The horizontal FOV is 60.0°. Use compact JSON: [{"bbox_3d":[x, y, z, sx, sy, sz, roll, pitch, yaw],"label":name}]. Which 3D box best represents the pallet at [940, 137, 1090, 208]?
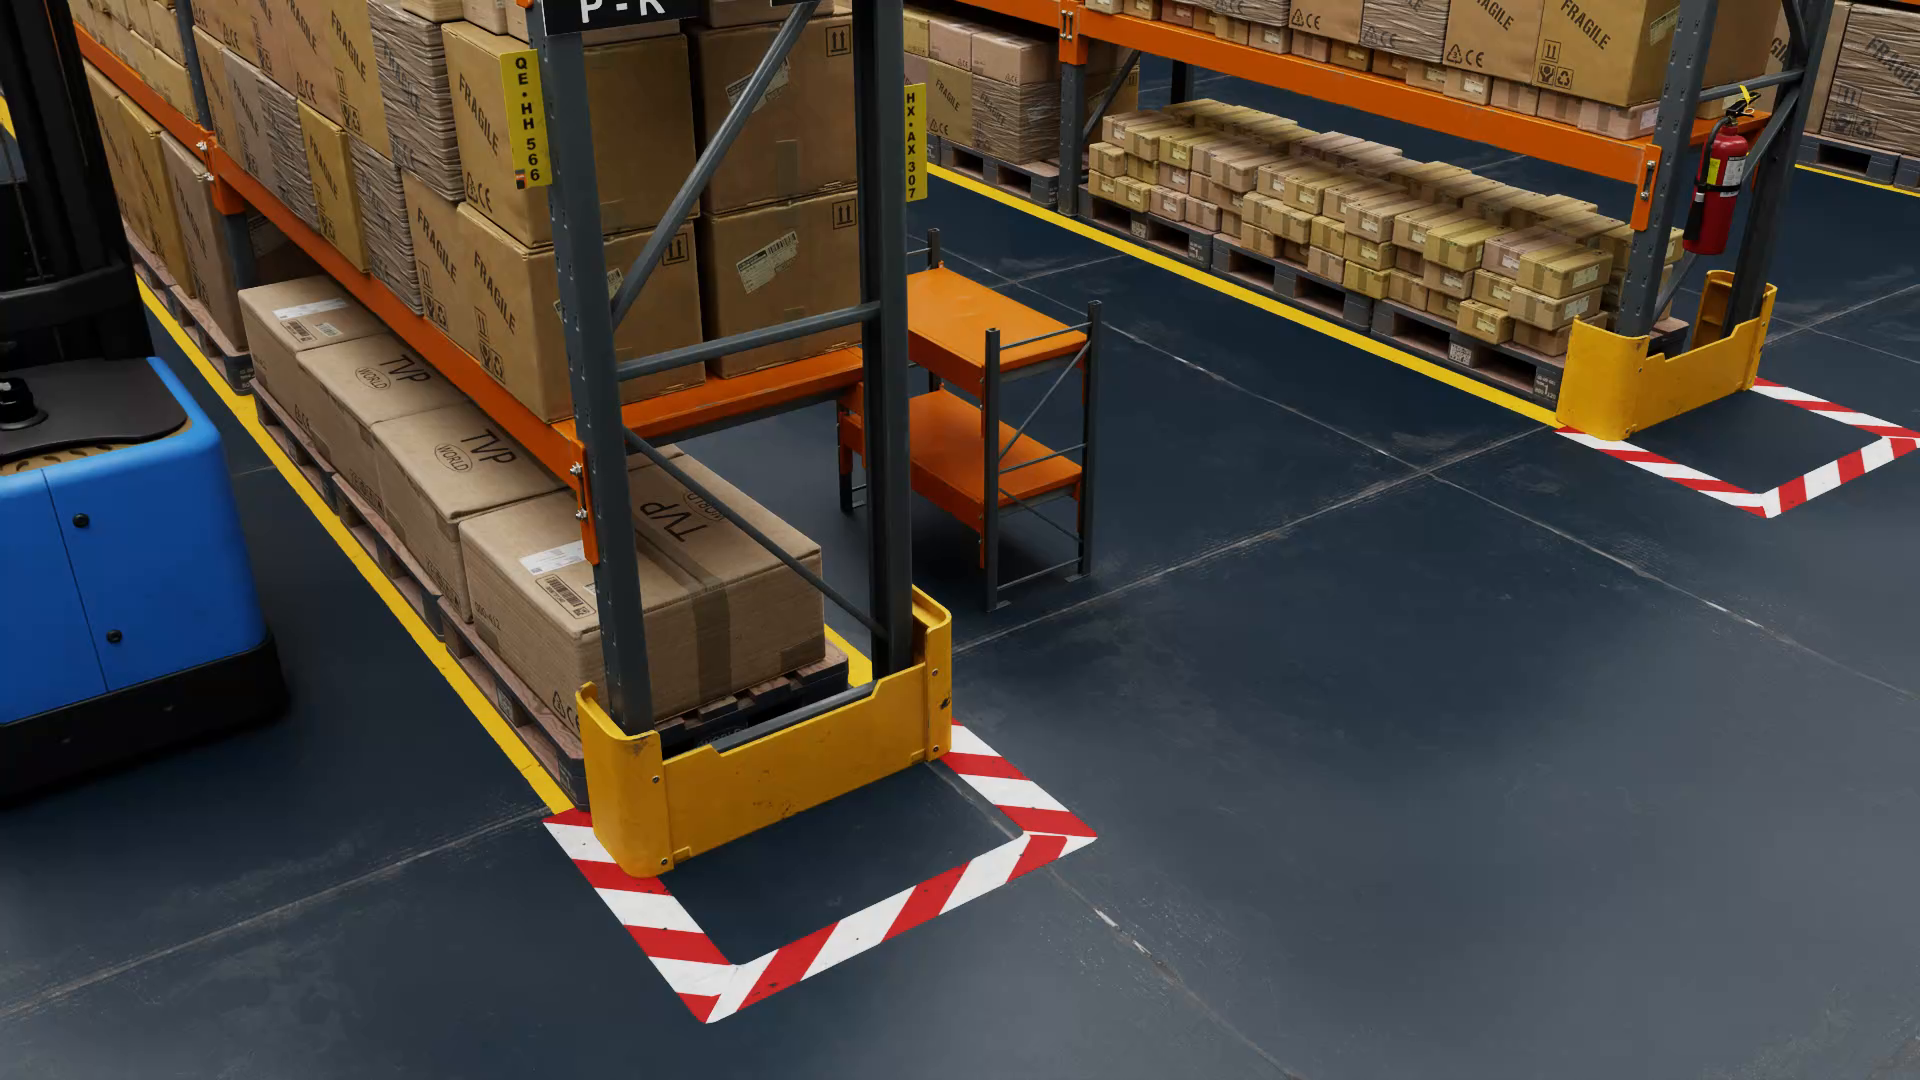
[{"bbox_3d":[0.609,-2.585,11.289,1.003,0.211,1.213,-19,34,-31],"label":"pallet"}]

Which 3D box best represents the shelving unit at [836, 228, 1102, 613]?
[{"bbox_3d":[0.004,-0.492,6.477,0.538,1.125,1.048,-19,34,-31],"label":"shelving unit"}]

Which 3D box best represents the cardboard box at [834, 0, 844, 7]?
[{"bbox_3d":[-0.761,-3.947,12.267,0.500,0.250,0.500,-19,34,-31],"label":"cardboard box"}]

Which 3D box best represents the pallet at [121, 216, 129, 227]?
[{"bbox_3d":[-4.836,-2.101,10.397,1.003,0.211,1.213,-19,34,-31],"label":"pallet"}]

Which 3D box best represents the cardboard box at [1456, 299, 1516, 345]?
[{"bbox_3d":[2.675,-1.104,8.186,0.380,0.149,0.250,-18,33,-29],"label":"cardboard box"}]

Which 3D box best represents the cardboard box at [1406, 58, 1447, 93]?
[{"bbox_3d":[2.396,-2.295,8.096,0.380,0.149,0.250,-20,35,-33],"label":"cardboard box"}]

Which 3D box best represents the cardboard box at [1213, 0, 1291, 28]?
[{"bbox_3d":[1.700,-3.024,8.759,0.500,0.500,0.500,-20,34,-32],"label":"cardboard box"}]

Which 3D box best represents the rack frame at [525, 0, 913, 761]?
[{"bbox_3d":[-0.591,-0.543,4.608,1.000,3.000,0.127,-19,34,-31],"label":"rack frame"}]

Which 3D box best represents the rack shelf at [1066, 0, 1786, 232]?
[{"bbox_3d":[2.222,-2.414,8.807,1.077,0.370,4.000,-19,34,-31],"label":"rack shelf"}]

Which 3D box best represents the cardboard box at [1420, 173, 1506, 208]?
[{"bbox_3d":[2.691,-1.835,8.910,0.380,0.149,0.250,-17,33,-29],"label":"cardboard box"}]

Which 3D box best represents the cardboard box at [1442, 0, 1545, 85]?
[{"bbox_3d":[2.617,-2.433,7.670,0.500,0.500,0.500,-19,34,-31],"label":"cardboard box"}]

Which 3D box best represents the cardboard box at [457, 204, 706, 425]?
[{"bbox_3d":[-1.087,-0.702,4.794,0.500,0.500,0.500,-19,34,-30],"label":"cardboard box"}]

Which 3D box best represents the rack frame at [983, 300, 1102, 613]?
[{"bbox_3d":[0.299,-0.294,6.113,0.500,1.125,0.032,-19,34,-31],"label":"rack frame"}]

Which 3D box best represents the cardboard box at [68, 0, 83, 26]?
[{"bbox_3d":[-4.841,-3.133,9.533,0.500,0.250,0.500,-20,34,-32],"label":"cardboard box"}]

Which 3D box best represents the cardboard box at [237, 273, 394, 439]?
[{"bbox_3d":[-2.635,-0.883,7.478,0.875,0.438,0.875,-19,34,-31],"label":"cardboard box"}]

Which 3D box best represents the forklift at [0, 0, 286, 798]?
[{"bbox_3d":[-3.547,-1.117,5.736,1.130,2.935,3.031,-19,34,-31],"label":"forklift"}]

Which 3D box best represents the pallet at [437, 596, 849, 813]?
[{"bbox_3d":[-1.119,0.393,5.806,1.003,0.211,1.213,-19,34,-31],"label":"pallet"}]

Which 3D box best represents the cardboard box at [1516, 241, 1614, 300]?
[{"bbox_3d":[2.869,-1.282,7.891,0.380,0.149,0.250,-18,33,-30],"label":"cardboard box"}]

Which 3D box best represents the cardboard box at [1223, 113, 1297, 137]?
[{"bbox_3d":[1.811,-2.452,10.045,0.380,0.149,0.250,-19,34,-31],"label":"cardboard box"}]

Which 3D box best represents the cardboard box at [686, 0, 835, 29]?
[{"bbox_3d":[-0.572,-1.526,4.586,0.380,0.149,0.250,-18,33,-30],"label":"cardboard box"}]

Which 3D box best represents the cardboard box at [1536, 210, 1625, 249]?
[{"bbox_3d":[3.097,-1.518,8.326,0.380,0.149,0.250,-18,33,-30],"label":"cardboard box"}]

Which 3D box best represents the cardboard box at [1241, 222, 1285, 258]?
[{"bbox_3d":[1.797,-1.716,9.314,0.380,0.149,0.250,-20,34,-32],"label":"cardboard box"}]

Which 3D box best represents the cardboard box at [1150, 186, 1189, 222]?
[{"bbox_3d":[1.353,-2.024,9.880,0.380,0.149,0.250,-19,34,-31],"label":"cardboard box"}]

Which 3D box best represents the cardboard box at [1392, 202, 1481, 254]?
[{"bbox_3d":[2.418,-1.579,8.439,0.380,0.149,0.250,-20,34,-33],"label":"cardboard box"}]

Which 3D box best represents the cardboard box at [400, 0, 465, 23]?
[{"bbox_3d":[-1.348,-1.565,4.657,0.380,0.149,0.250,-19,34,-31],"label":"cardboard box"}]

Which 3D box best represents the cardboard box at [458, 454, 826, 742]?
[{"bbox_3d":[-1.056,0.169,5.540,0.875,0.438,0.875,-20,34,-32],"label":"cardboard box"}]

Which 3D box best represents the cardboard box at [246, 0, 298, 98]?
[{"bbox_3d":[-2.257,-1.929,6.007,0.500,0.500,0.500,-18,33,-30],"label":"cardboard box"}]

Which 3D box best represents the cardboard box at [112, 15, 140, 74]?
[{"bbox_3d":[-3.949,-2.537,8.435,0.500,0.250,0.500,-20,34,-32],"label":"cardboard box"}]

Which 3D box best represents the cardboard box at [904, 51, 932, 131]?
[{"bbox_3d":[-0.164,-3.212,11.701,0.500,0.500,0.500,-20,34,-32],"label":"cardboard box"}]

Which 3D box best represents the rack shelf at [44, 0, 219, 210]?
[{"bbox_3d":[-4.072,-2.560,9.074,1.077,0.370,4.000,-19,34,-31],"label":"rack shelf"}]

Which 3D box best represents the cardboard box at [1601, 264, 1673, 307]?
[{"bbox_3d":[3.288,-1.290,8.218,0.380,0.149,0.250,-17,33,-29],"label":"cardboard box"}]

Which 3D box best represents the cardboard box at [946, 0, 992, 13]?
[{"bbox_3d":[0.246,-3.690,11.795,0.500,0.250,0.500,-17,33,-29],"label":"cardboard box"}]

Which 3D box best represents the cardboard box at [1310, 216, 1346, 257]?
[{"bbox_3d":[2.096,-1.646,8.873,0.380,0.149,0.250,-17,33,-28],"label":"cardboard box"}]

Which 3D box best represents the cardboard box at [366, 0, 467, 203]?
[{"bbox_3d":[-1.392,-1.343,4.928,0.500,0.500,0.500,-19,34,-30],"label":"cardboard box"}]

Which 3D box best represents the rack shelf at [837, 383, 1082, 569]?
[{"bbox_3d":[0.004,-0.277,6.593,0.538,0.278,1.000,-19,34,-31],"label":"rack shelf"}]

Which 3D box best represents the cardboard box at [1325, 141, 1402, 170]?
[{"bbox_3d":[2.297,-2.148,9.487,0.380,0.149,0.250,-20,34,-32],"label":"cardboard box"}]

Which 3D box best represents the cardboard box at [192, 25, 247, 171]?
[{"bbox_3d":[-2.853,-1.888,6.978,0.500,0.500,0.500,-18,33,-29],"label":"cardboard box"}]

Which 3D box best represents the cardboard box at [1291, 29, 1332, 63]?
[{"bbox_3d":[1.957,-2.607,8.671,0.380,0.149,0.250,-17,33,-29],"label":"cardboard box"}]

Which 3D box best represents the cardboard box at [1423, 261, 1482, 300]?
[{"bbox_3d":[2.541,-1.343,8.316,0.380,0.149,0.250,-20,35,-33],"label":"cardboard box"}]

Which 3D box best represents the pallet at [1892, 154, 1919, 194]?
[{"bbox_3d":[6.954,-2.351,10.857,1.003,0.211,1.213,-19,34,-31],"label":"pallet"}]

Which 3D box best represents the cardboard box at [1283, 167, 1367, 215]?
[{"bbox_3d":[1.979,-1.895,9.021,0.380,0.149,0.250,-19,34,-30],"label":"cardboard box"}]

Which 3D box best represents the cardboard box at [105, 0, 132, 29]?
[{"bbox_3d":[-3.967,-2.748,8.301,0.500,0.250,0.500,-18,33,-29],"label":"cardboard box"}]

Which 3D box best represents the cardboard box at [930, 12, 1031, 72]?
[{"bbox_3d":[0.137,-3.347,11.163,0.500,0.250,0.500,-17,33,-28],"label":"cardboard box"}]

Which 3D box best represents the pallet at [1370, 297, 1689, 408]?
[{"bbox_3d":[2.896,-1.083,8.523,1.003,0.211,1.213,-19,34,-31],"label":"pallet"}]

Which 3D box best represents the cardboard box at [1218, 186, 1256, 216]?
[{"bbox_3d":[1.697,-1.964,9.458,0.380,0.149,0.250,-17,33,-28],"label":"cardboard box"}]

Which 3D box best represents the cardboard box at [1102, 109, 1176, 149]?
[{"bbox_3d":[1.093,-2.510,10.153,0.380,0.149,0.250,-17,33,-29],"label":"cardboard box"}]

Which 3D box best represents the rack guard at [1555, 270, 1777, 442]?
[{"bbox_3d":[3.338,-0.884,7.854,1.175,0.500,0.348,-19,34,-31],"label":"rack guard"}]

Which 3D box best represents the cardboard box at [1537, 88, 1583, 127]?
[{"bbox_3d":[2.849,-1.998,7.550,0.380,0.149,0.250,-19,34,-31],"label":"cardboard box"}]

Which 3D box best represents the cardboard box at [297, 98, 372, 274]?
[{"bbox_3d":[-1.982,-1.295,5.887,0.500,0.500,0.500,-18,33,-29],"label":"cardboard box"}]

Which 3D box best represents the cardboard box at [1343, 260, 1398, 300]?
[{"bbox_3d":[2.239,-1.404,8.740,0.380,0.149,0.250,-20,35,-33],"label":"cardboard box"}]

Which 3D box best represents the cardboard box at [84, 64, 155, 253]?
[{"bbox_3d":[-4.385,-2.265,9.564,0.875,0.875,0.875,-18,33,-30],"label":"cardboard box"}]

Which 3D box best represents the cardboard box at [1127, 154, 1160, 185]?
[{"bbox_3d":[1.232,-2.268,10.018,0.380,0.149,0.250,-19,34,-30],"label":"cardboard box"}]

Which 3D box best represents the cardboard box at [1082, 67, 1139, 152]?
[{"bbox_3d":[0.849,-2.955,11.227,0.500,0.500,0.500,-17,33,-29],"label":"cardboard box"}]

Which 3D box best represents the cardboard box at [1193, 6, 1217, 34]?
[{"bbox_3d":[1.520,-2.921,9.248,0.380,0.149,0.250,-20,35,-33],"label":"cardboard box"}]

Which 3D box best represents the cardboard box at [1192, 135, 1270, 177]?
[{"bbox_3d":[1.561,-2.207,9.594,0.380,0.149,0.250,-20,34,-32],"label":"cardboard box"}]

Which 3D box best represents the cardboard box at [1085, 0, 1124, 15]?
[{"bbox_3d":[0.960,-3.197,9.757,0.380,0.149,0.250,-17,33,-29],"label":"cardboard box"}]
